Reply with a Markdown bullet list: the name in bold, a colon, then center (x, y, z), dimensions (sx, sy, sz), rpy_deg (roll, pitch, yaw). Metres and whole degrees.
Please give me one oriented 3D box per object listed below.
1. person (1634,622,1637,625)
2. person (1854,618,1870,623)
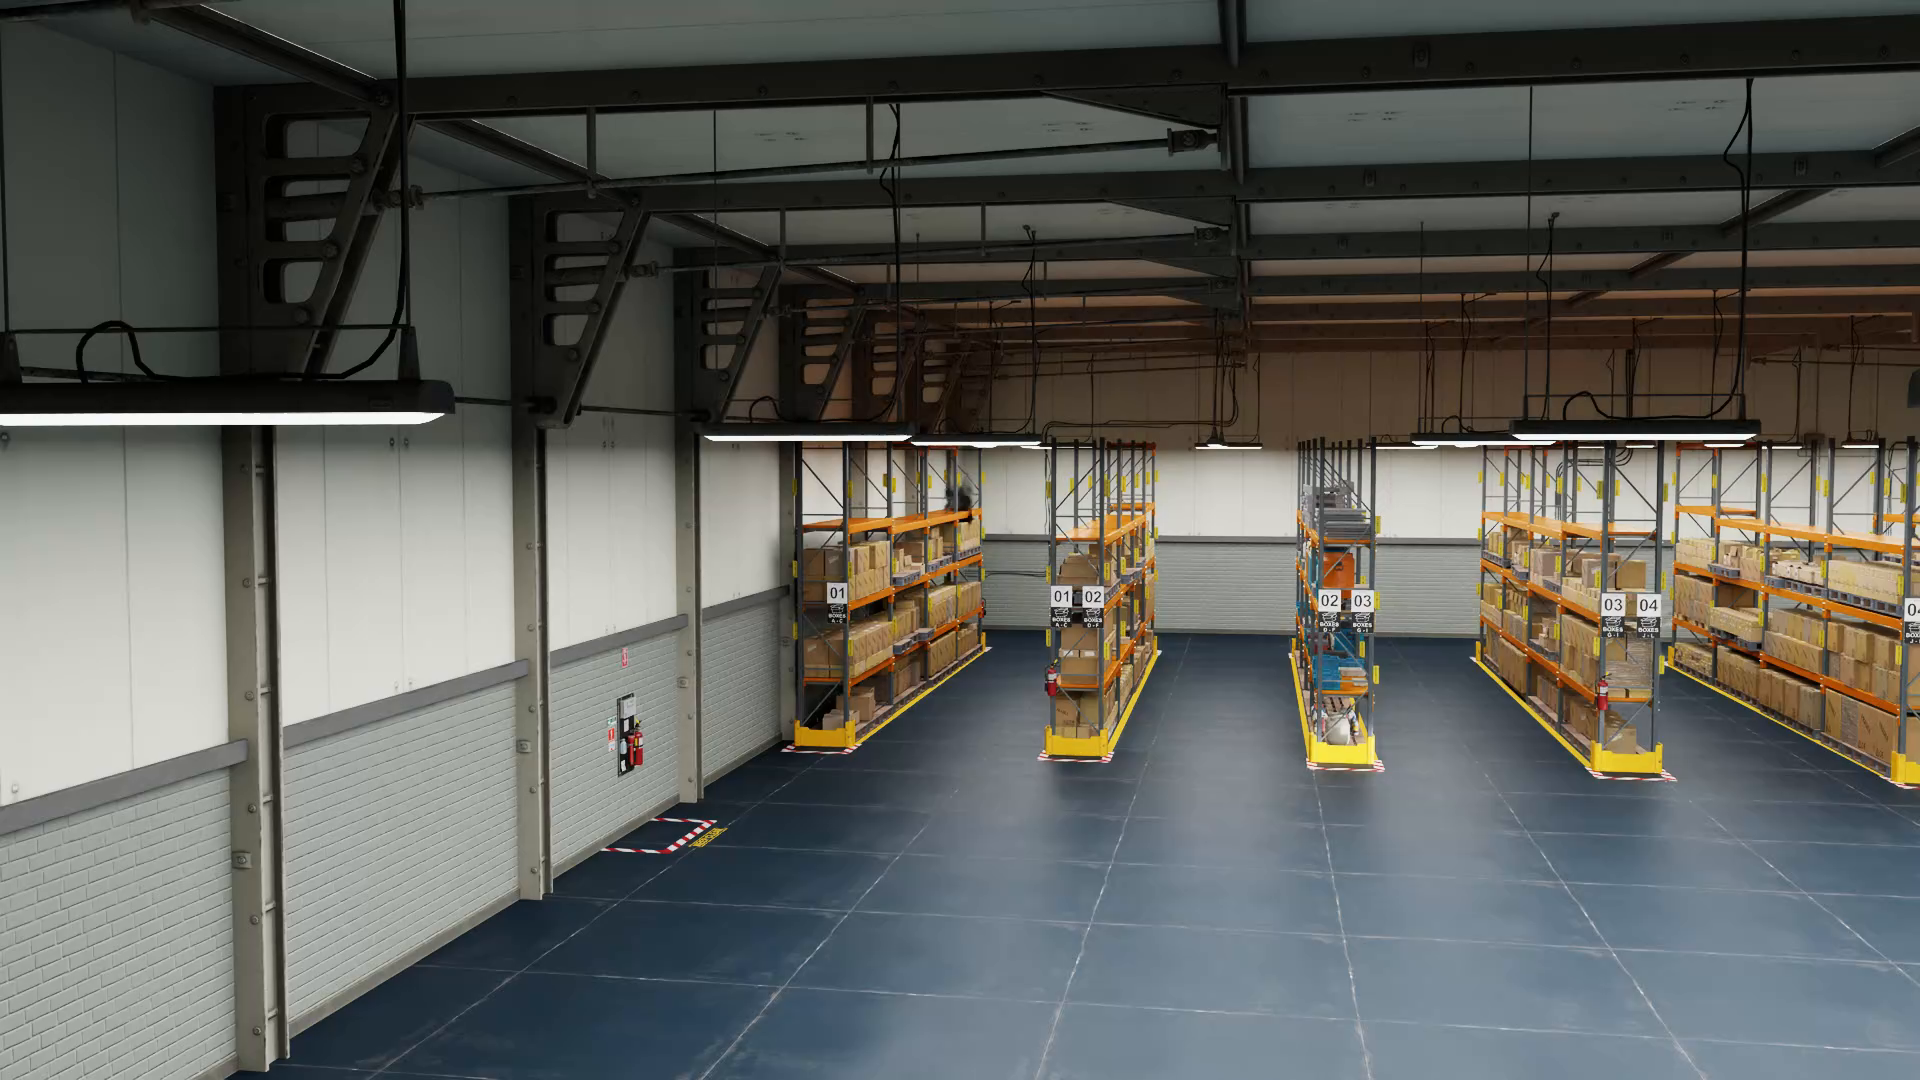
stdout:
- **person**: center (17.404, 2.634, 42.235), dimensions (0.700, 1.743, 0.601), rpy_deg (0, 3, 9)
- **person**: center (24.571, 2.511, 45.141), dimensions (0.753, 1.638, 0.669), rpy_deg (2, 4, 31)
